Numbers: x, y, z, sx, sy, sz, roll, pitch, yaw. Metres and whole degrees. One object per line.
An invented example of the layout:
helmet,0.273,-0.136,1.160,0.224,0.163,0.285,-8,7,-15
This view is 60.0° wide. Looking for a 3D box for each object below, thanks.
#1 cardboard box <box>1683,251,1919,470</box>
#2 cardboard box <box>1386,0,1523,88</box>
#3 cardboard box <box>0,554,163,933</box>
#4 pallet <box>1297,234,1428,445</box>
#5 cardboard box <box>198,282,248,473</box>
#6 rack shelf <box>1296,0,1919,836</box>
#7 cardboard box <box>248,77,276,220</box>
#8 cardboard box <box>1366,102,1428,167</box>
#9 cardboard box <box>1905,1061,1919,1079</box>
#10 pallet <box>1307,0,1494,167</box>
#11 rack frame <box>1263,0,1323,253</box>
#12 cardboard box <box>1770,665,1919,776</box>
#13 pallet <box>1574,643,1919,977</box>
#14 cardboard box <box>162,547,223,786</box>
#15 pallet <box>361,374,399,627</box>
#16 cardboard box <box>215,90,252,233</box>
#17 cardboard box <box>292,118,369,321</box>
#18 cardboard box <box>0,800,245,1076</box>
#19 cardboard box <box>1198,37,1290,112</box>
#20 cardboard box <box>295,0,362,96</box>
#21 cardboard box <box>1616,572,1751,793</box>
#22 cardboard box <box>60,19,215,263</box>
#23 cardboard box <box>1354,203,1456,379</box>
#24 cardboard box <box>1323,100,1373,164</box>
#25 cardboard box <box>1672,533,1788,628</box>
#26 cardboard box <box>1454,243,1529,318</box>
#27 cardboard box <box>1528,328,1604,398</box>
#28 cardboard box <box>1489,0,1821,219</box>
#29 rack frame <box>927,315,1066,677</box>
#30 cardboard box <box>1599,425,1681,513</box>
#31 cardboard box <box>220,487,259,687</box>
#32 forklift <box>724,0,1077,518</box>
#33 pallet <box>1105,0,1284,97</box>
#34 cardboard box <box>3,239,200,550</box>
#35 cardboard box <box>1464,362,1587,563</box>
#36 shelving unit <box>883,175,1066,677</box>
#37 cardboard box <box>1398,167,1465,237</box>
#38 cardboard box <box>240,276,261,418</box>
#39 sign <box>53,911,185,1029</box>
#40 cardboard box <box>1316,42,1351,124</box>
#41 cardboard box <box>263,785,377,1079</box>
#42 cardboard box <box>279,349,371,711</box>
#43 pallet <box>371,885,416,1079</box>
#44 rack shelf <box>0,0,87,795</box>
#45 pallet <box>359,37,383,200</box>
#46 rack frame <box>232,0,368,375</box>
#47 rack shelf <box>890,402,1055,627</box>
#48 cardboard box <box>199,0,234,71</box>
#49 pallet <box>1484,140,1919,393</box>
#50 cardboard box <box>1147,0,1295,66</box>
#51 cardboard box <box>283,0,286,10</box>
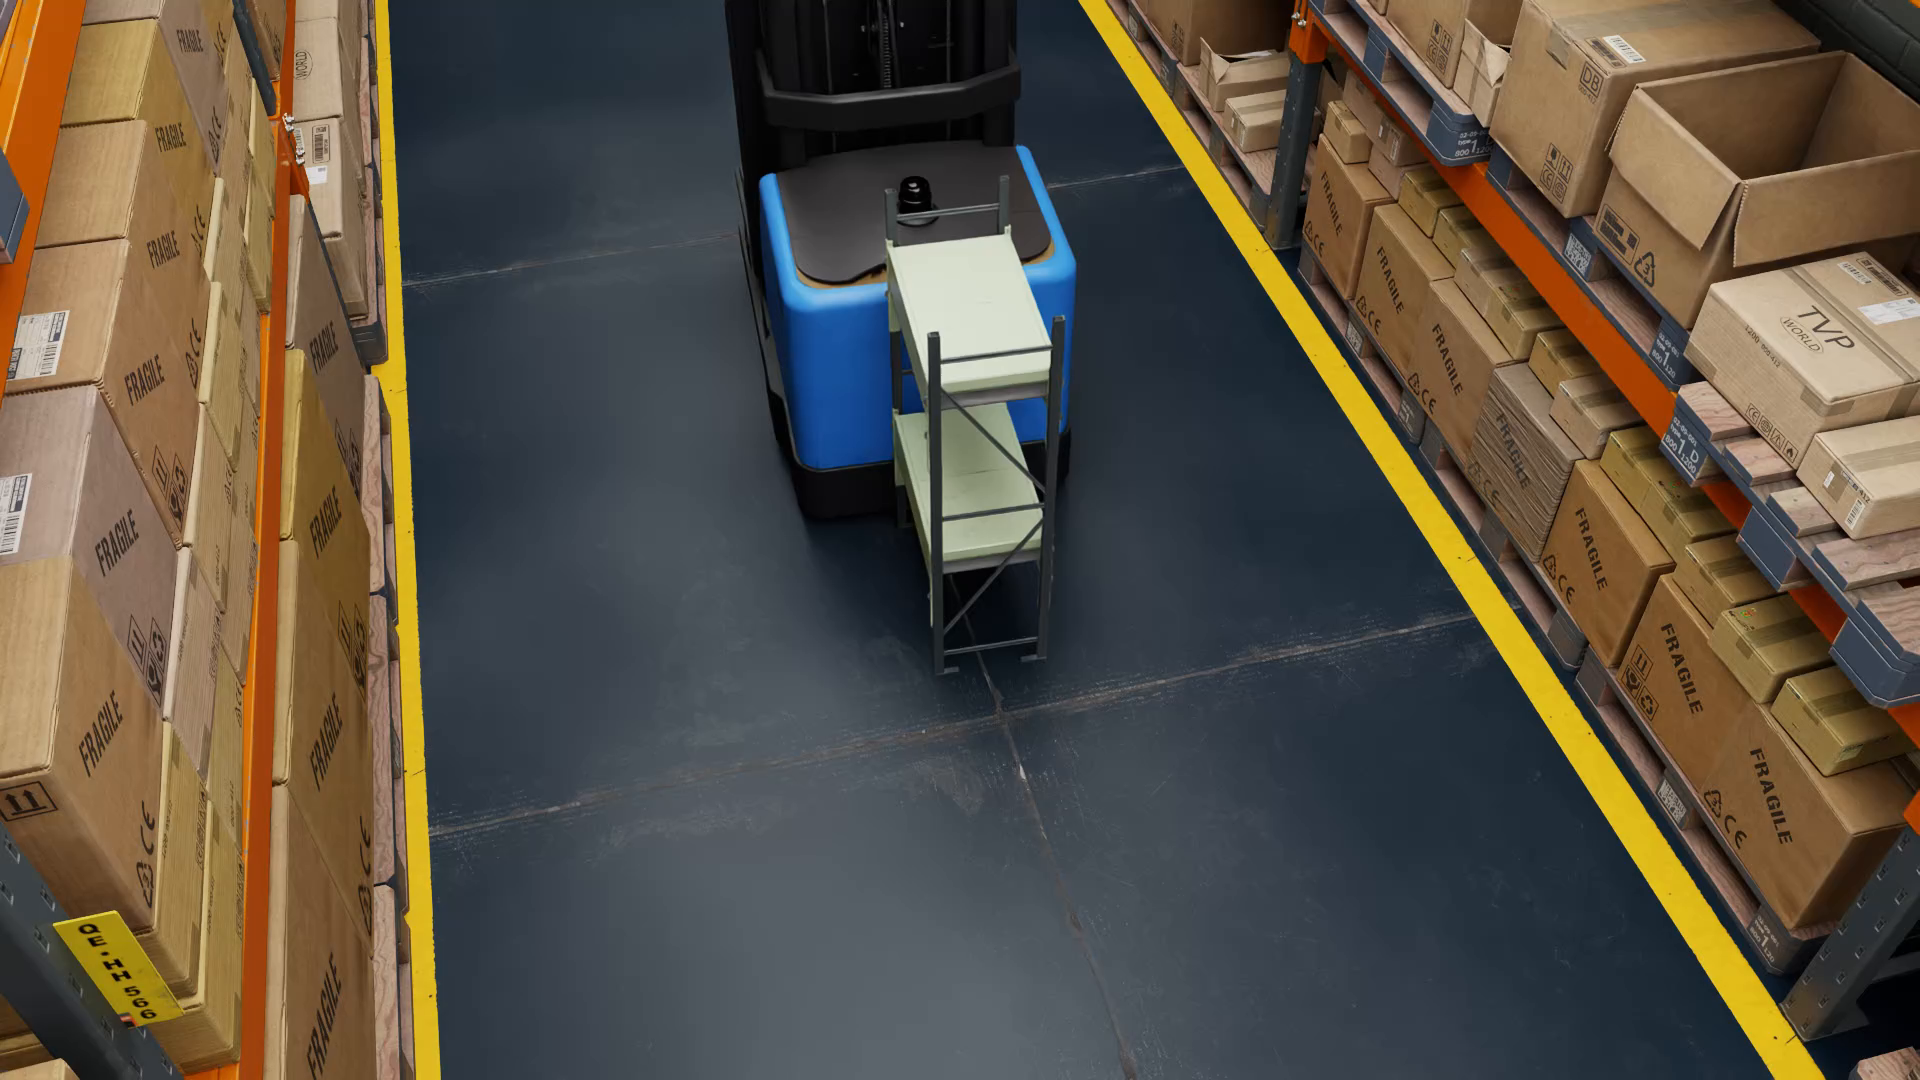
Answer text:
cardboard box,2.326,-0.487,4.438,0.500,0.250,0.500,-13,47,-12
cardboard box,1.925,-1.935,5.682,0.700,0.500,0.500,-10,46,-10
cardboard box,-1.779,0.416,2.972,0.500,0.500,0.500,-12,47,-12
pallet,2.129,-0.954,7.038,1.003,0.211,1.213,-11,47,-10
cardboard box,-2.144,-0.387,4.284,0.500,0.250,0.500,-10,46,-10
rack shelf,2.397,-0.853,5.489,1.077,0.370,4.000,-11,47,-10
cardboard box,-2.554,-1.259,5.489,0.500,0.250,0.500,-12,47,-11
cardboard box,1.832,-1.621,6.533,0.380,0.149,0.250,-13,47,-12
cardboard box,3.055,1.394,4.153,0.875,0.625,0.625,-9,46,-9
pallet,1.984,-1.846,6.094,1.003,0.211,1.213,-11,47,-10
rack frame,1.885,-2.485,6.585,1.000,3.000,0.127,-11,47,-10
cardboard box,2.537,0.483,4.679,0.380,0.149,0.250,-13,47,-12
pallet,2.754,0.730,5.387,1.003,0.211,1.213,-11,47,-10
cardboard box,-1.911,0.312,3.599,0.500,0.250,0.500,-10,46,-9
pallet,-2.642,-0.080,6.181,1.003,0.211,1.213,-11,47,-10
cardboard box,-2.430,-1.094,4.977,0.500,0.250,0.500,-10,46,-9
cardboard box,-2.970,-1.278,6.902,0.875,0.438,0.875,-11,47,-11
cardboard box,-1.771,0.855,3.417,0.500,0.250,0.500,-11,47,-11
cardboard box,1.367,-2.253,7.978,0.396,0.266,0.258,-9,46,-9
cardboard box,-3.429,-2.519,8.119,0.875,0.438,0.875,-10,46,-9
cardboard box,2.475,0.404,5.210,0.500,0.500,0.500,-11,47,-11
cardboard box,-2.305,-0.988,4.348,0.500,0.500,0.500,-9,46,-9
cardboard box,1.937,-1.016,6.602,0.500,0.500,0.500,-11,47,-11
cardboard box,1.719,-1.688,6.806,0.380,0.149,0.250,-9,46,-8
cardboard box,2.413,0.110,5.044,0.380,0.149,0.250,-12,47,-12
cardboard box,2.053,-0.970,6.102,0.380,0.149,0.250,-11,47,-10
cardboard box,2.211,-0.617,5.756,0.380,0.149,0.250,-11,47,-10
cardboard box,2.126,-1.393,5.151,0.700,0.500,0.500,-11,47,-11
rack frame,0.105,-0.086,5.284,0.400,1.500,0.023,-8,46,-8
cardboard box,2.325,-0.253,5.399,0.380,0.149,0.250,-11,47,-11
cardboard box,-2.048,0.141,4.117,0.500,0.250,0.500,-9,46,-9
forklift,-0.376,-2.178,6.332,1.130,2.935,3.031,-8,46,-8
pallet,1.394,-2.827,8.873,1.003,0.211,1.213,-11,47,-10
cardboard box,-2.032,-0.284,3.658,0.500,0.500,0.500,-9,46,-9
cardboard box,2.187,-0.312,5.911,0.500,0.500,0.500,-12,47,-12
shelving unit,0.033,-0.342,5.535,0.431,1.500,0.755,-8,46,-8
cardboard box,1.942,-1.336,6.461,0.380,0.149,0.250,-13,47,-12
cardboard box,-2.314,-0.555,4.799,0.500,0.250,0.500,-12,47,-11
sign,-1.366,0.703,2.705,0.100,0.325,0.005,-11,47,-10
cardboard box,1.944,-2.190,7.885,0.500,0.311,0.500,-9,46,-9
cardboard box,-1.985,1.291,4.078,0.875,0.875,0.875,-11,47,-11
cardboard box,-2.438,0.057,5.287,0.875,0.875,0.875,-9,46,-9
pallet,-2.018,1.605,4.530,1.003,0.211,1.213,-11,47,-10
rack shelf,-2.401,-0.992,3.526,1.077,0.370,4.000,-11,47,-10
pallet,-3.348,-1.982,8.045,1.003,0.211,1.213,-11,47,-10
rack frame,-2.913,-1.575,5.693,1.000,3.000,0.127,-11,47,-10
rack shelf,0.033,-0.114,5.768,0.431,0.370,0.720,-8,46,-8
cardboard box,-2.556,-1.697,5.043,0.500,0.500,0.500,-9,46,-9
pallet,2.406,-0.998,5.262,1.003,0.211,1.213,-11,47,-10
cardboard box,1.373,-2.765,8.316,0.700,0.500,0.500,-12,47,-12
cardboard box,-2.905,-2.330,6.363,0.500,0.500,0.500,-10,47,-10
